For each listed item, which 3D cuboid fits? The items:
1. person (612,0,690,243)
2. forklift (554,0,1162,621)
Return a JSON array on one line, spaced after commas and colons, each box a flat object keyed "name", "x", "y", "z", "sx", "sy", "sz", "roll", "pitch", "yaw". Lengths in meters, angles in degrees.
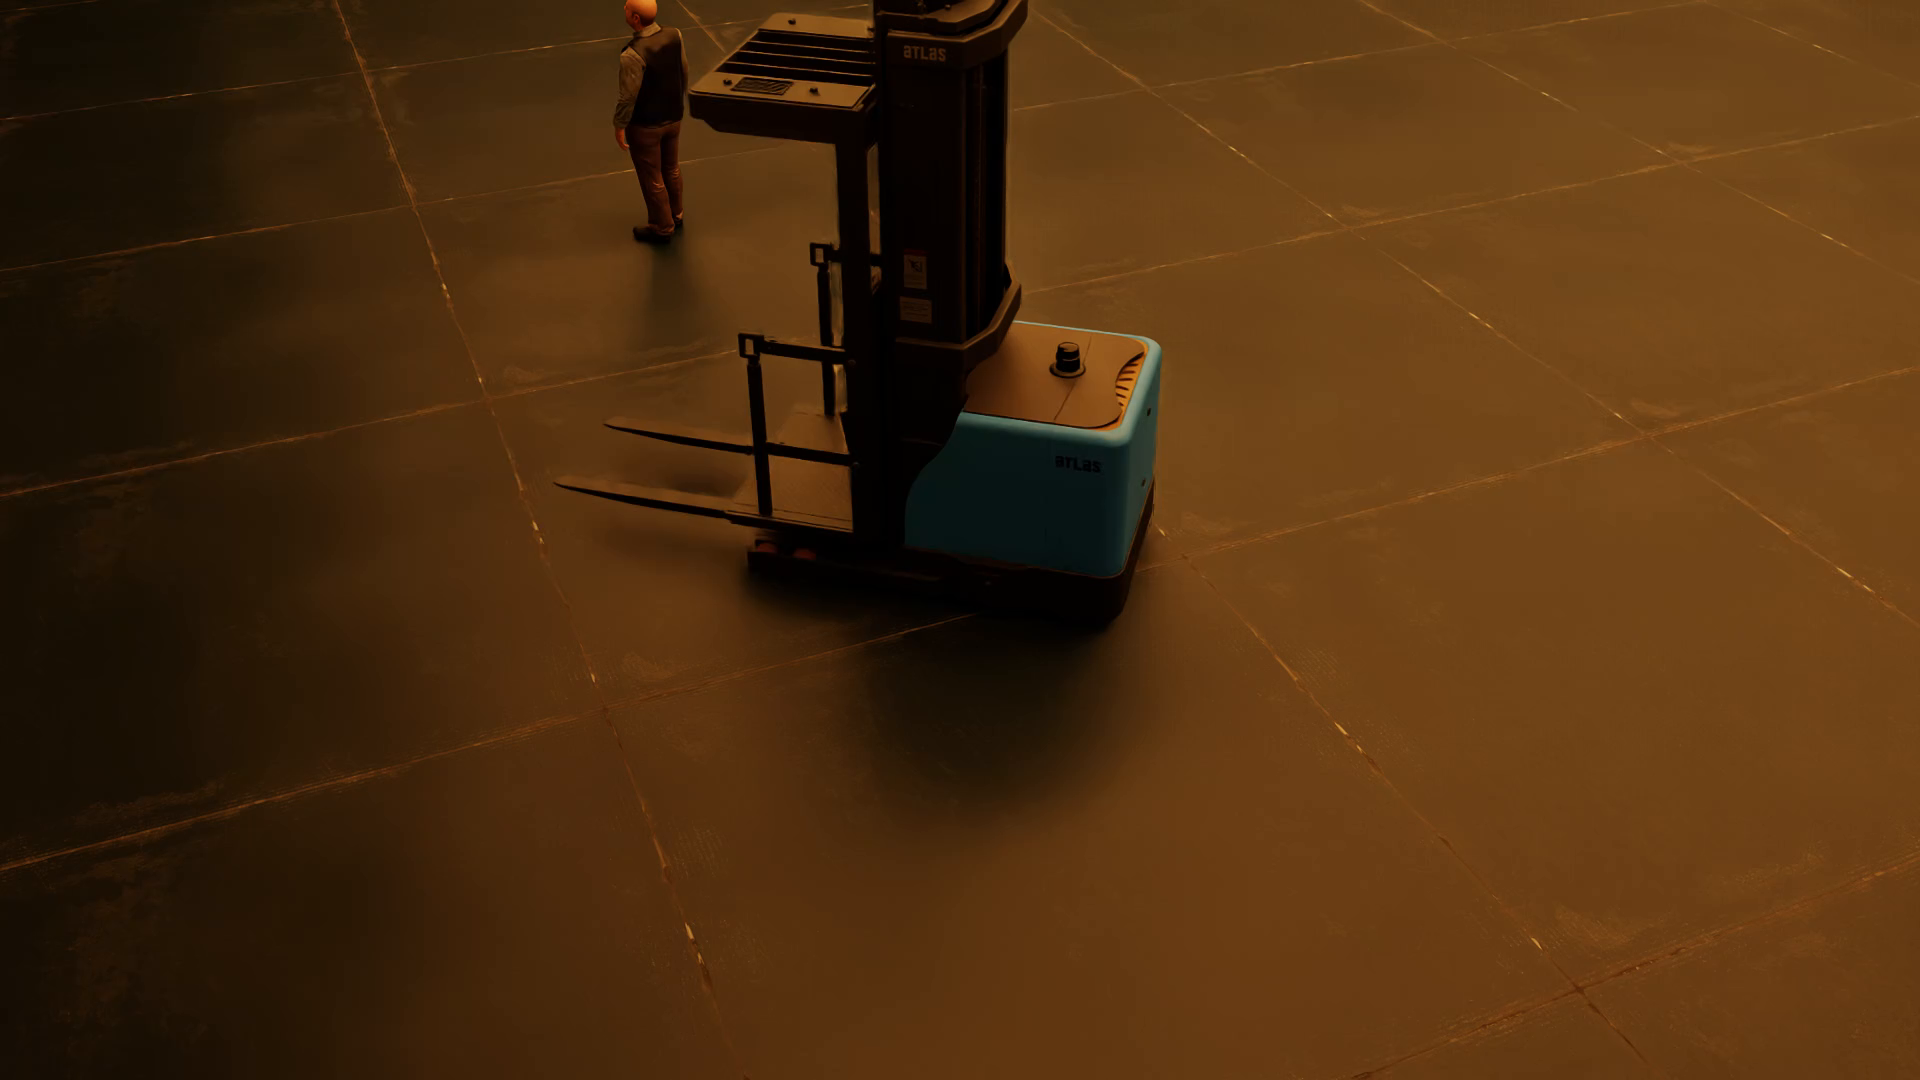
[{"name": "person", "x": -2.098, "y": -2.816, "z": 11.089, "sx": 0.570, "sy": 1.719, "sz": 0.632, "roll": 22, "pitch": 41, "yaw": 28}, {"name": "forklift", "x": -0.571, "y": -1.268, "z": 7.882, "sx": 3.031, "sy": 2.935, "sz": 1.130, "roll": 9, "pitch": 36, "yaw": 12}]
